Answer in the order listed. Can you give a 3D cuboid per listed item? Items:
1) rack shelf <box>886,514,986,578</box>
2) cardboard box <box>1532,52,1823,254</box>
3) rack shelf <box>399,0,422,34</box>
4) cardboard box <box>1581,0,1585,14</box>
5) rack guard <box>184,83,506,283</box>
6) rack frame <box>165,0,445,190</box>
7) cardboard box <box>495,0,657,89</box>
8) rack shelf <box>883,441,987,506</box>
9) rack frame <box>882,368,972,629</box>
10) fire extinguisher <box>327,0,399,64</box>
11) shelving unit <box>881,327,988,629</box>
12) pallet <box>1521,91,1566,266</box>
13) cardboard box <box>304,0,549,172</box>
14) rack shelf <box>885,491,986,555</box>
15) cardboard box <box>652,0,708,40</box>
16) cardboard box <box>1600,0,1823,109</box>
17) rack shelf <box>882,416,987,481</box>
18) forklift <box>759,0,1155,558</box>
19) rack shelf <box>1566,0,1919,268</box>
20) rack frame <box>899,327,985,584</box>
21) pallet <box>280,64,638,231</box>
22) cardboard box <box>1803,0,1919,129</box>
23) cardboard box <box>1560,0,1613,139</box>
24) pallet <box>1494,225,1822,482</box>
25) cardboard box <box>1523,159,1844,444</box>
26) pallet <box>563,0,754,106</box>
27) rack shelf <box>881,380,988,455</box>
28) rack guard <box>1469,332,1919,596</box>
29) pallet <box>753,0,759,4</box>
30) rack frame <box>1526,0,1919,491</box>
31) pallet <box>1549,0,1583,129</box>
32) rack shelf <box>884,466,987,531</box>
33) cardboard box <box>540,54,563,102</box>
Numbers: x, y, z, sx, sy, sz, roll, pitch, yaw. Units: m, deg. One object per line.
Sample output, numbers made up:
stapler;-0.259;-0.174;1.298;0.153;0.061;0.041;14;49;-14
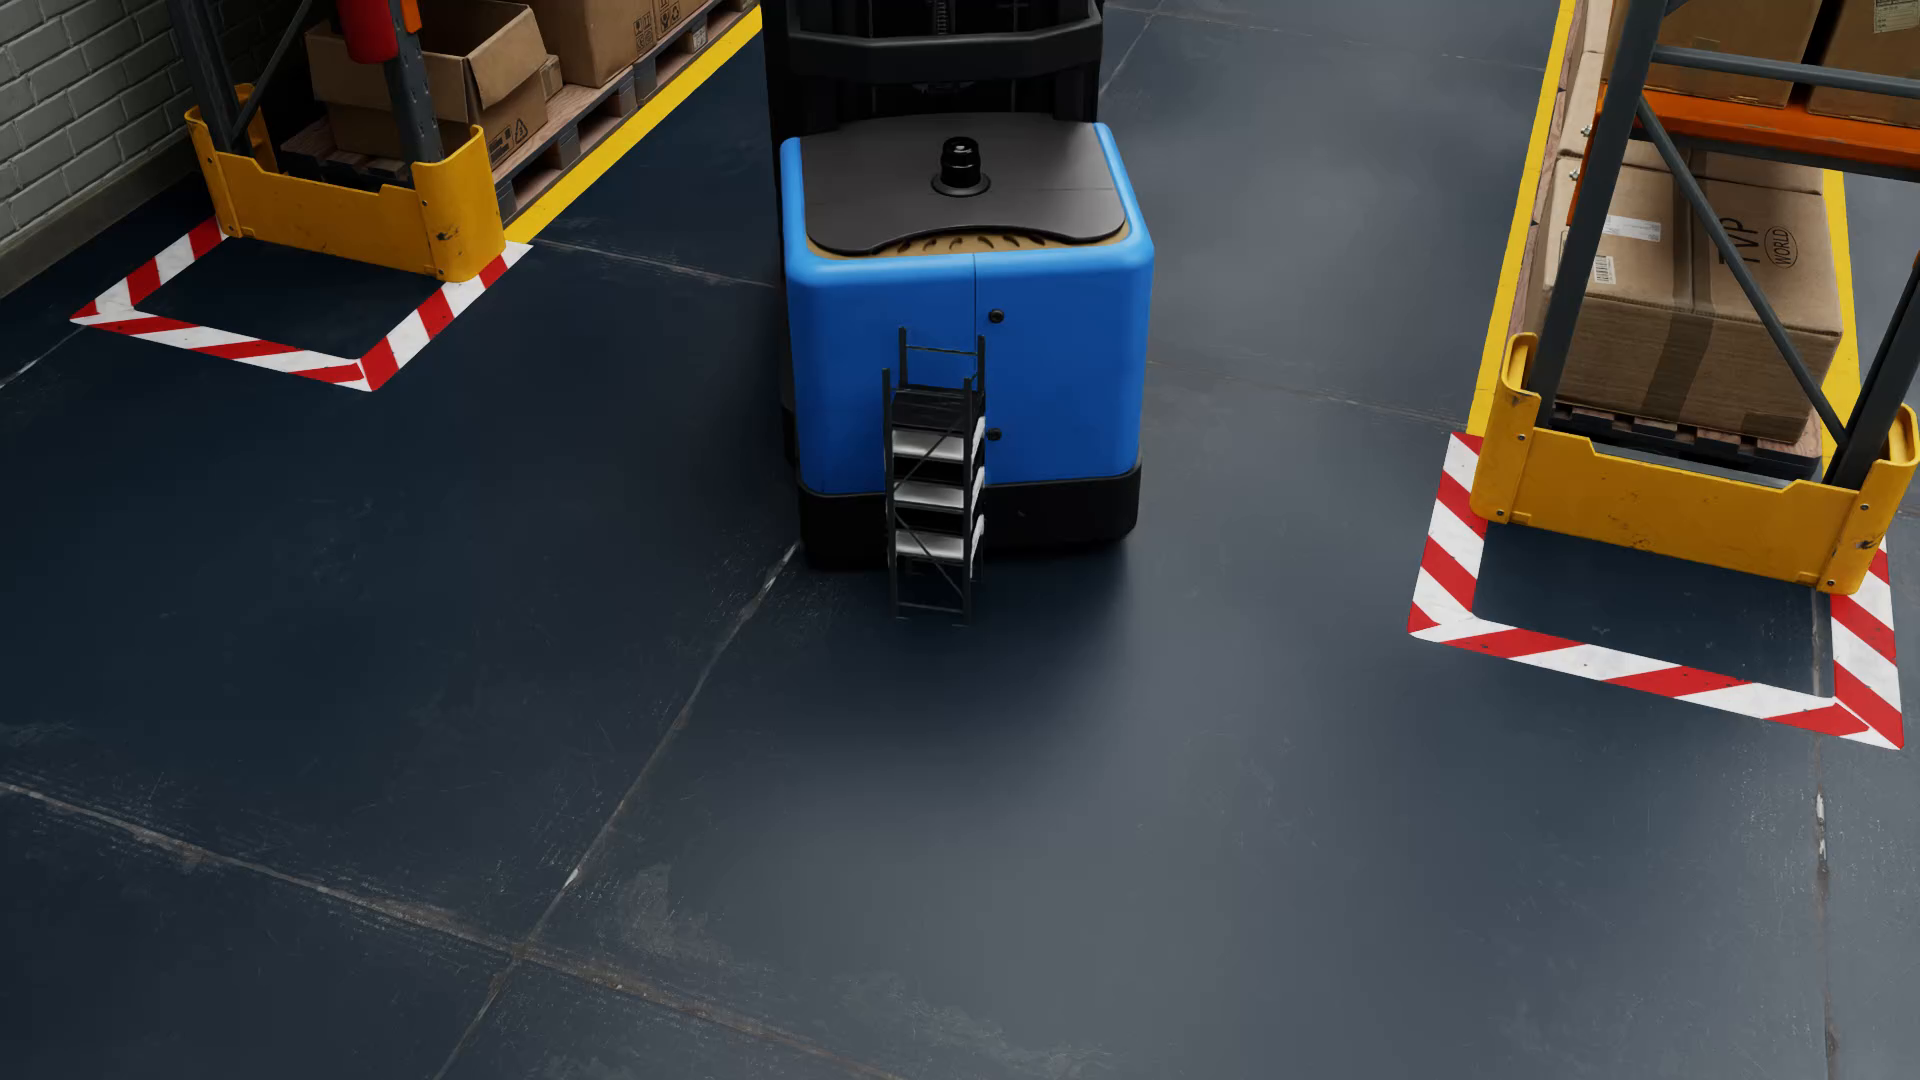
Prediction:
rack shelf;-0.069;0.002;4.882;0.258;0.077;0.200;7;41;8
cardboard box;2.682;-1.379;6.205;0.875;0.438;0.875;14;43;16
rack shelf;-1.737;-3.254;7.308;1.077;0.370;4.000;13;42;15
cardboard box;3.297;-2.474;7.490;0.875;0.438;0.875;13;42;14
rack guard;-2.395;-1.404;6.510;1.175;0.500;0.348;13;42;15
rack frame;-2.421;-2.308;5.644;1.000;3.000;0.127;13;42;15
cardboard box;-1.794;-2.382;7.333;0.700;0.500;0.500;15;43;17
rack shelf;-0.069;-0.203;4.707;0.258;0.077;0.200;7;41;8
rack frame;-0.088;-0.095;4.668;0.240;0.900;0.006;7;41;8
fire extinguisher;-2.037;-1.945;5.565;0.296;0.674;0.183;13;42;15
shelving unit;-0.069;-0.160;4.744;0.258;0.900;0.210;7;41;8
pallet;2.864;-1.395;6.722;1.003;0.211;1.213;13;42;15
cardboard box;-2.123;-1.870;6.731;0.797;0.503;0.637;12;42;13
rack shelf;-0.069;-0.066;4.824;0.258;0.077;0.200;7;41;8
cardboard box;-1.519;-2.682;7.685;0.500;0.500;0.500;14;42;16
cardboard box;2.161;-1.600;4.737;0.500;0.500;0.500;14;42;15
rack shelf;-0.069;-0.271;4.649;0.258;0.077;0.200;7;41;8
forklift;-0.114;-2.011;5.348;1.130;2.935;3.031;-4;41;-5
rack shelf;2.929;-2.155;6.019;1.077;0.370;4.000;13;42;15
rack frame;-0.049;-0.225;4.820;0.240;0.900;0.006;7;41;8
pallet;-2.123;-1.780;7.174;1.003;0.211;1.213;13;42;15
cardboard box;2.679;-1.476;4.592;0.500;0.500;0.500;13;42;15
cardboard box;2.992;-1.928;6.850;0.875;0.438;0.875;12;42;14
pallet;2.445;-0.653;5.853;1.003;0.211;1.213;13;42;15
cardboard box;2.377;-0.819;5.549;0.875;0.438;0.875;12;42;14
pallet;-1.704;-2.522;8.043;1.003;0.211;1.213;13;42;15
rack shelf;-0.069;-0.340;4.590;0.258;0.077;0.200;7;41;8
rack guard;2.237;-0.243;5.150;1.175;0.500;0.348;13;42;15
pallet;-1.289;-3.268;8.918;1.003;0.211;1.213;13;42;15
rack frame;2.245;-1.209;4.356;1.000;3.000;0.127;13;42;15
pallet;3.279;-2.141;7.597;1.003;0.211;1.213;13;42;15
rack shelf;-0.069;-0.134;4.766;0.258;0.077;0.200;7;41;8
cardboard box;-1.941;-1.986;7.140;0.380;0.149;0.250;12;42;13
